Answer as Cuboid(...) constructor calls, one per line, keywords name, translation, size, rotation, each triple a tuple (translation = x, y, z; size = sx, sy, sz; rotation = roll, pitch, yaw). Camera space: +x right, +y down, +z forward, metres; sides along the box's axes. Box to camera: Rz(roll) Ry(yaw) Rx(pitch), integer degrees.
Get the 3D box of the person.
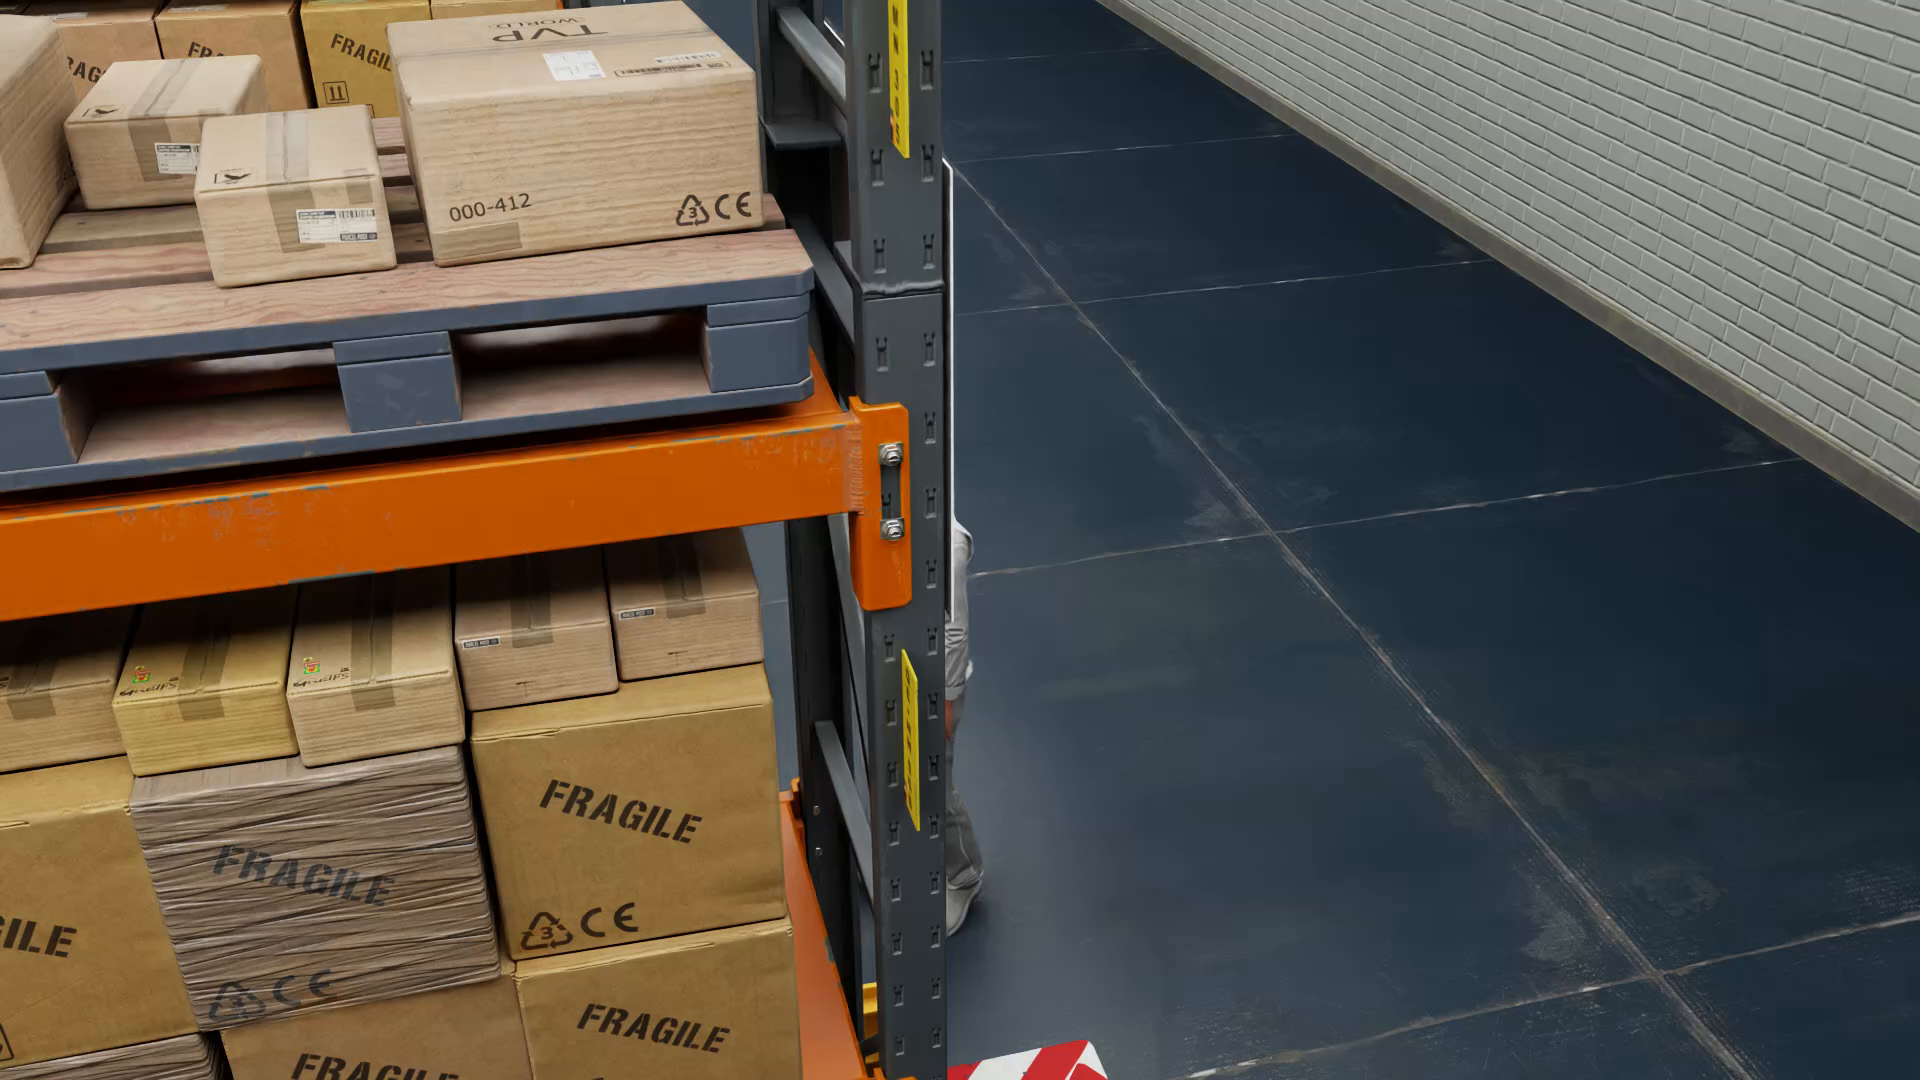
Cuboid(name="person", translation=(-0.161, 0.428, 5.350), size=(0.378, 1.810, 0.582), rotation=(-14, 33, -23))
